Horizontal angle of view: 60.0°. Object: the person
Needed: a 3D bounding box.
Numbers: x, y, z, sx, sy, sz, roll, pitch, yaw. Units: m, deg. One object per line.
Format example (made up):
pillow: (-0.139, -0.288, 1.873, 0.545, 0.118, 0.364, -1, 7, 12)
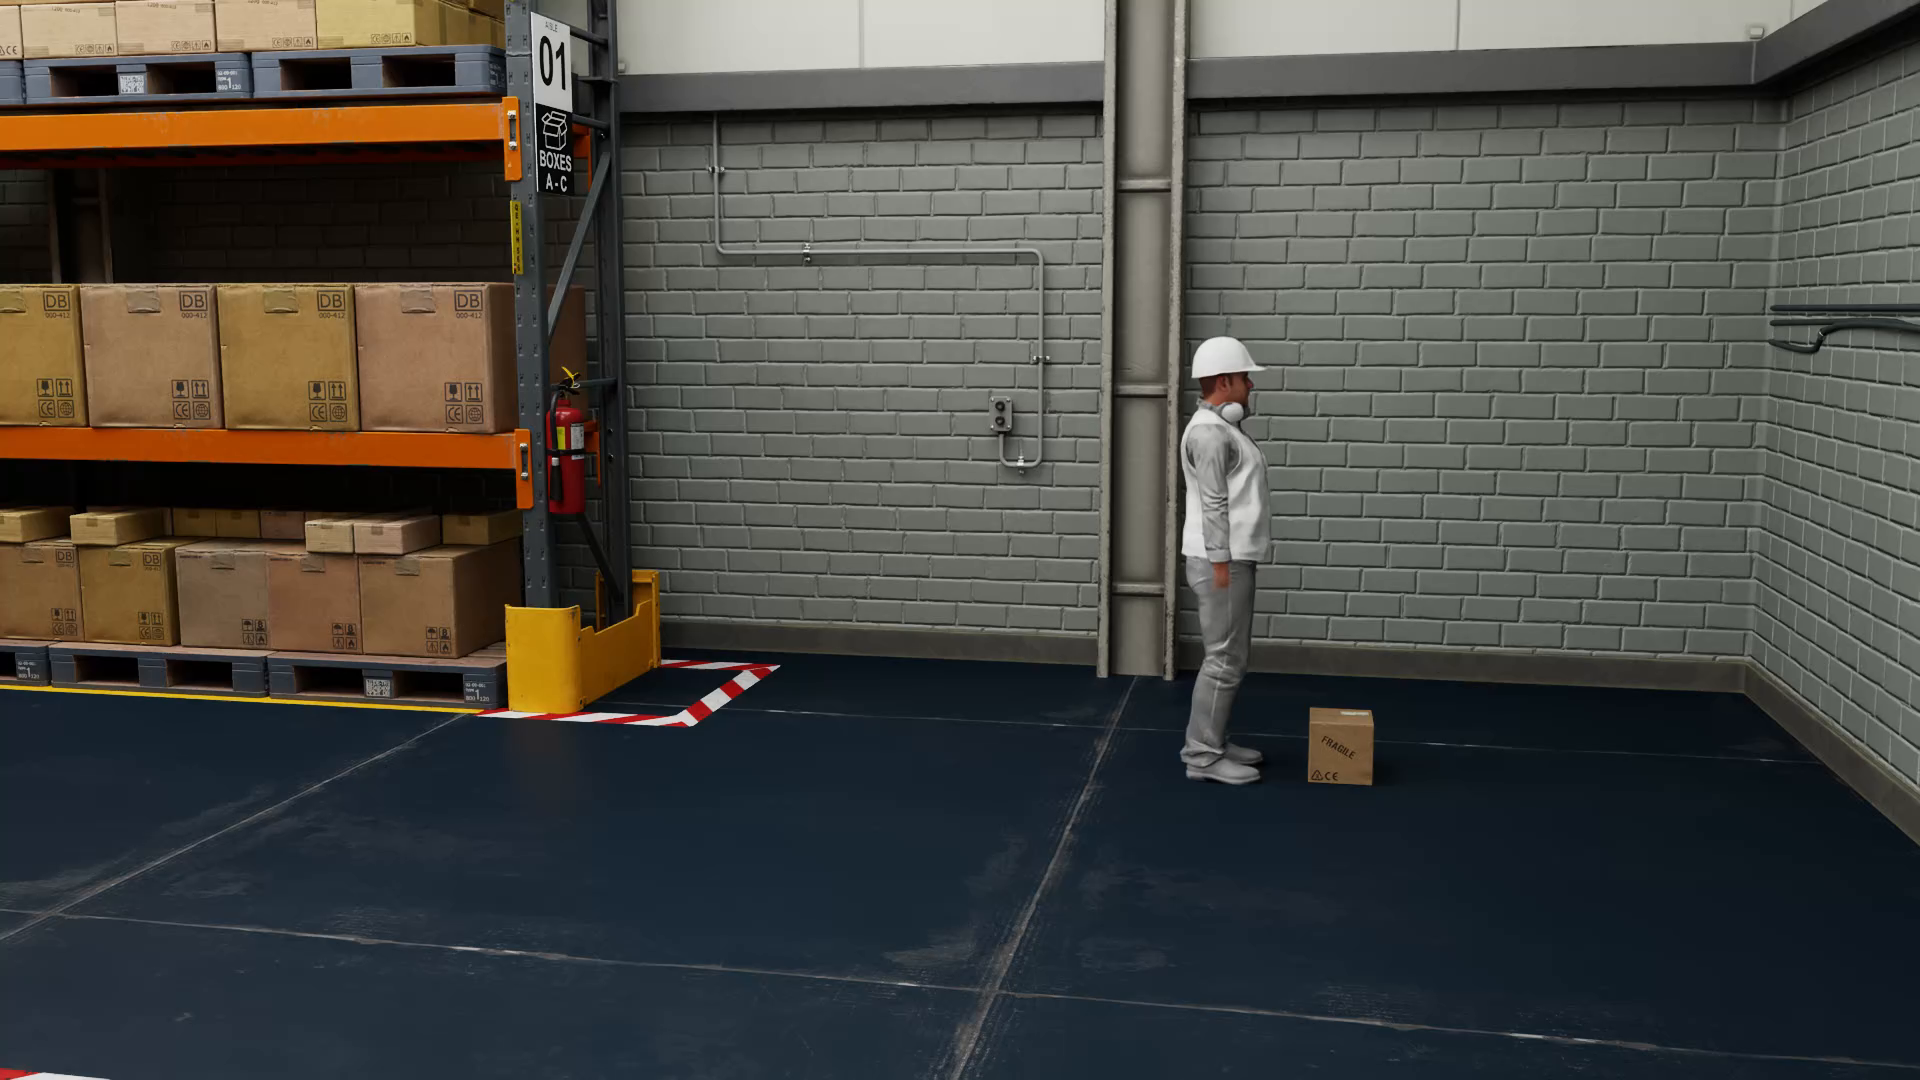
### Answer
person: (1.076, 0.070, 6.734, 0.359, 1.770, 0.531, 2, 8, 12)
